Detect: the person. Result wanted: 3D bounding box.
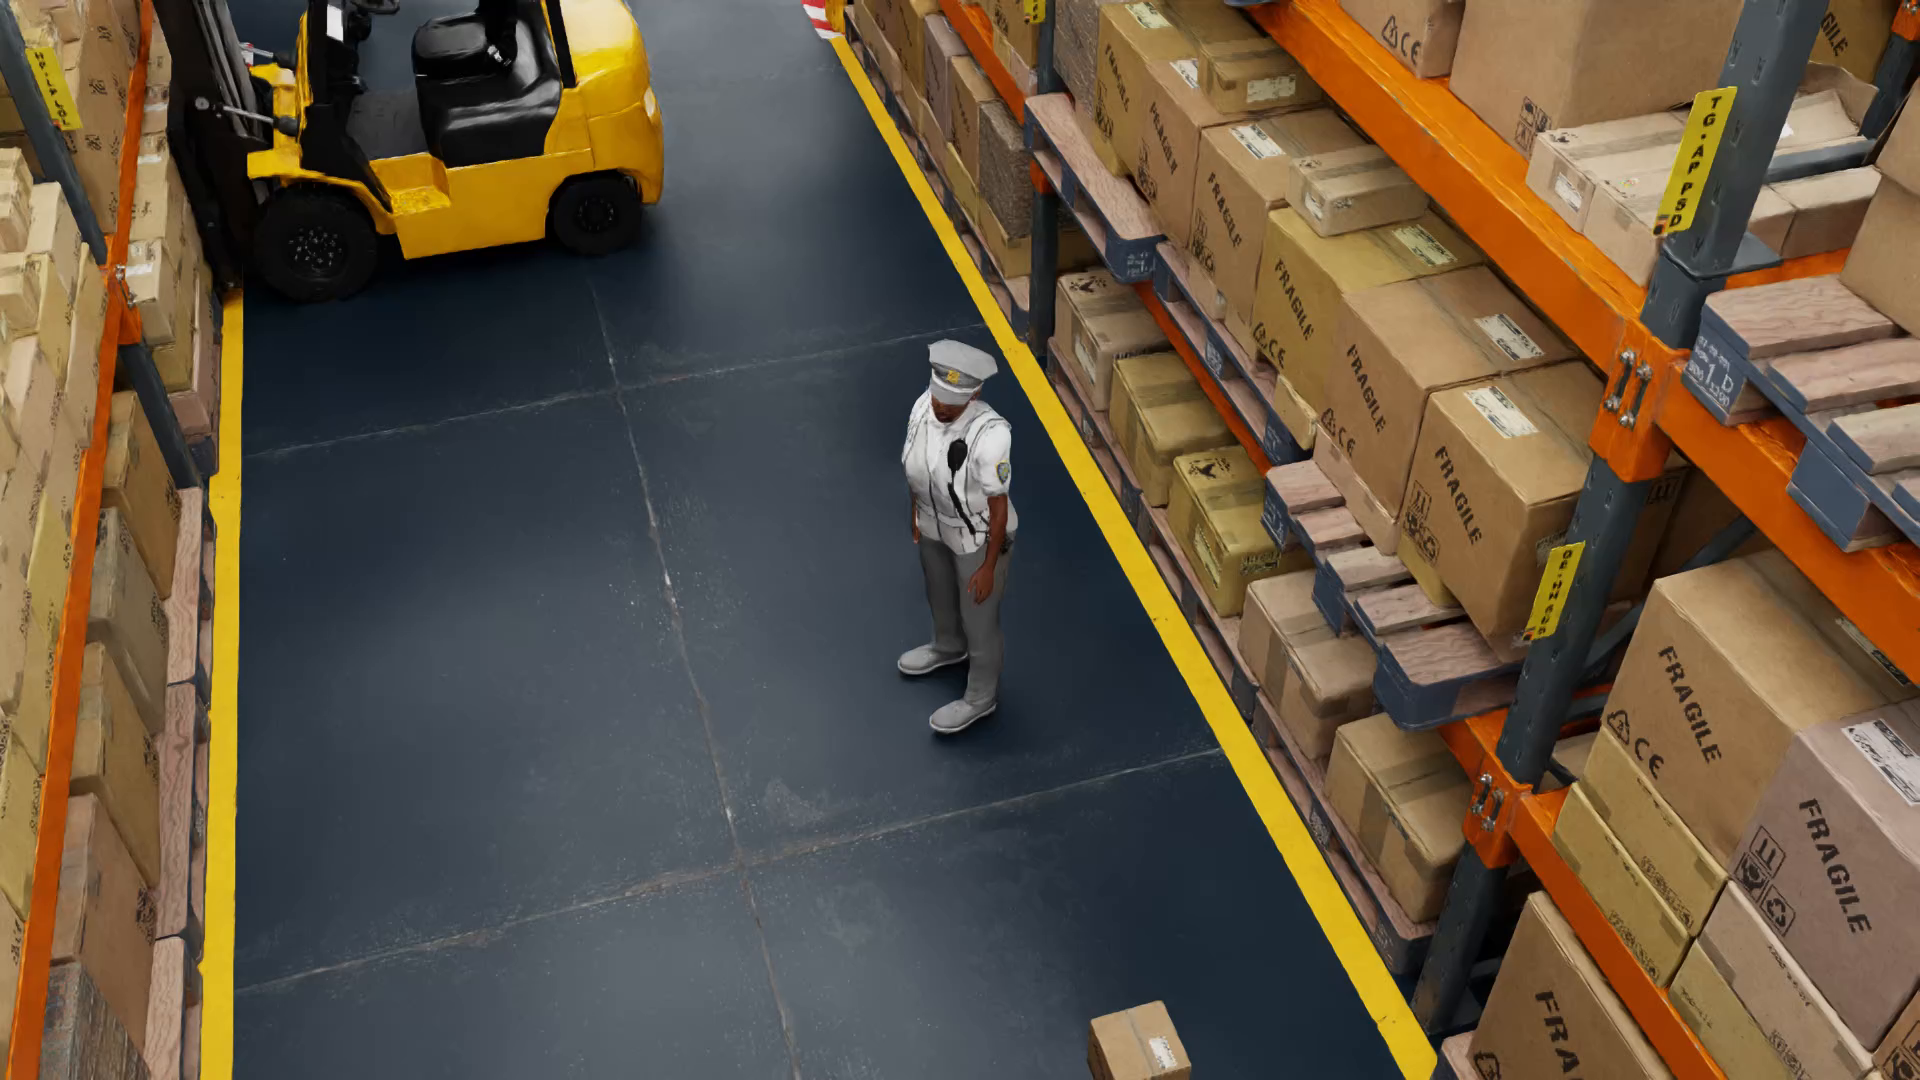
[{"bbox_3d":[-0.043,-0.012,6.124,0.519,1.685,0.430,33,52,31],"label":"person"}]
